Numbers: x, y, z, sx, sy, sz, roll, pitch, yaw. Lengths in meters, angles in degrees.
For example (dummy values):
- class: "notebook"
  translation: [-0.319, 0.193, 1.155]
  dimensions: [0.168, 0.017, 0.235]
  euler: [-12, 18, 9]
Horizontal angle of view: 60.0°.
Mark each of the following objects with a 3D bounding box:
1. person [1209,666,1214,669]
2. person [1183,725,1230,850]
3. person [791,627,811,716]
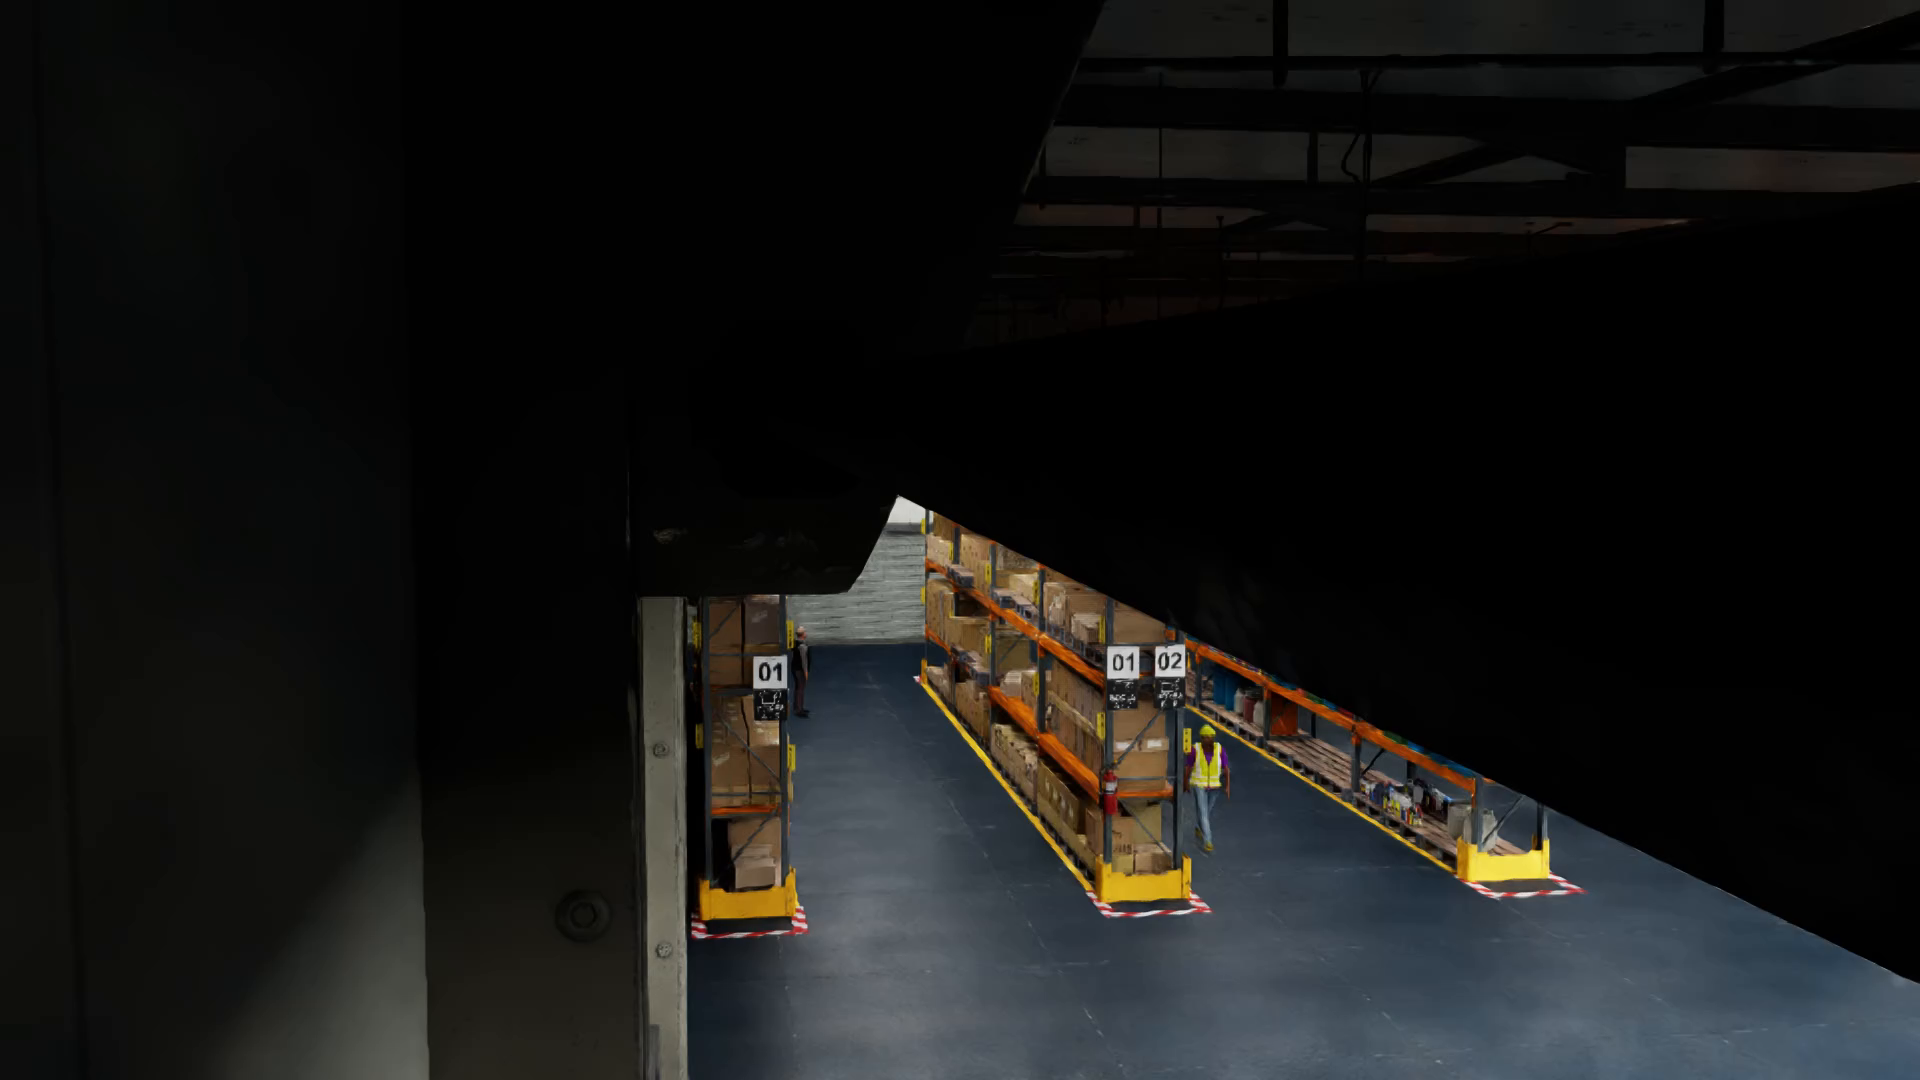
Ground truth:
- class: "person"
  translation: [5.972, 2.166, 38.005]
  dimensions: [0.555, 1.639, 0.656]
  euler: [1, 5, 15]
- class: "person"
  translation: [3.474, 3.427, 23.295]
  dimensions: [0.589, 1.716, 1.043]
  euler: [-1, 5, -10]
- class: "person"
  translation: [-3.121, 2.586, 32.766]
  dimensions: [0.375, 1.709, 0.594]
  euler: [-2, 5, -21]
